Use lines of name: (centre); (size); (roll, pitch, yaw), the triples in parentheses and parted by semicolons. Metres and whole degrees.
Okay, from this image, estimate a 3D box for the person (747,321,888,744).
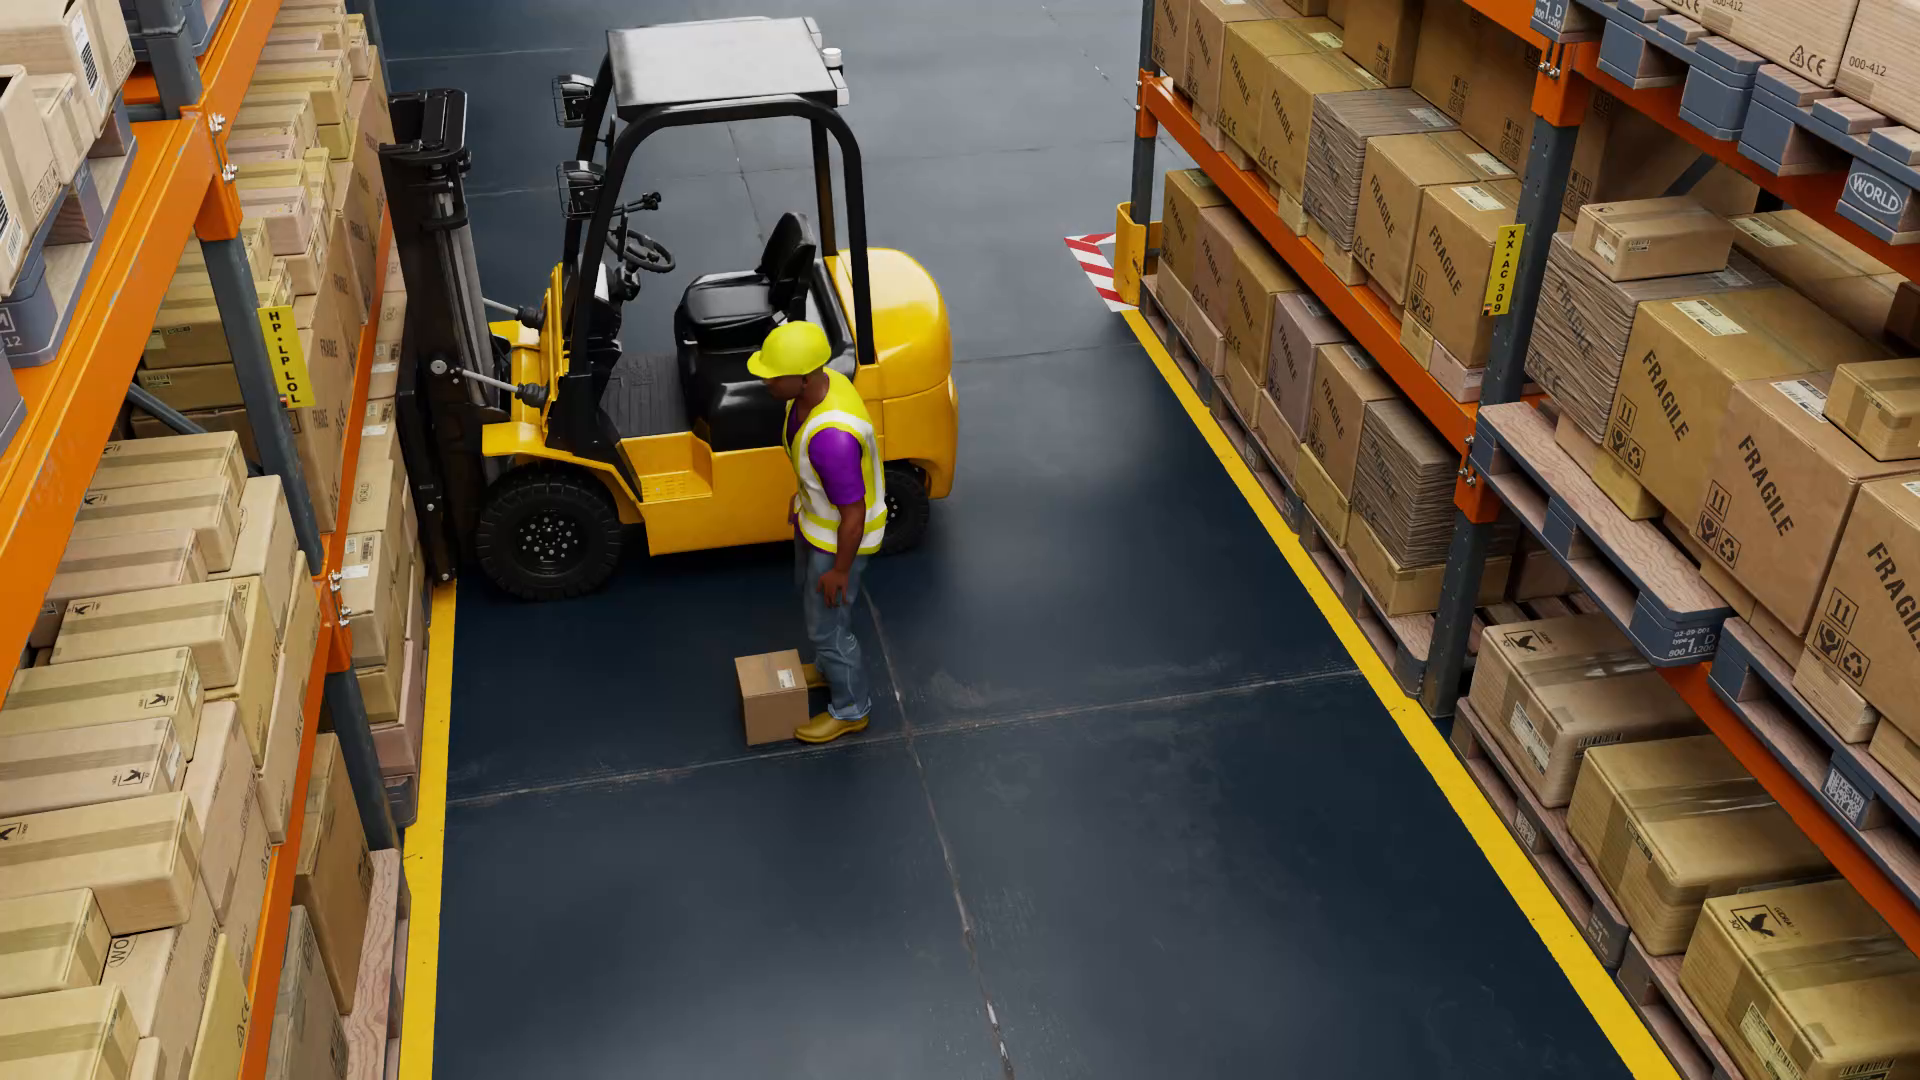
person: (-0.513, -0.035, 6.179); (0.460, 1.759, 0.630); (-9, 35, -13)
